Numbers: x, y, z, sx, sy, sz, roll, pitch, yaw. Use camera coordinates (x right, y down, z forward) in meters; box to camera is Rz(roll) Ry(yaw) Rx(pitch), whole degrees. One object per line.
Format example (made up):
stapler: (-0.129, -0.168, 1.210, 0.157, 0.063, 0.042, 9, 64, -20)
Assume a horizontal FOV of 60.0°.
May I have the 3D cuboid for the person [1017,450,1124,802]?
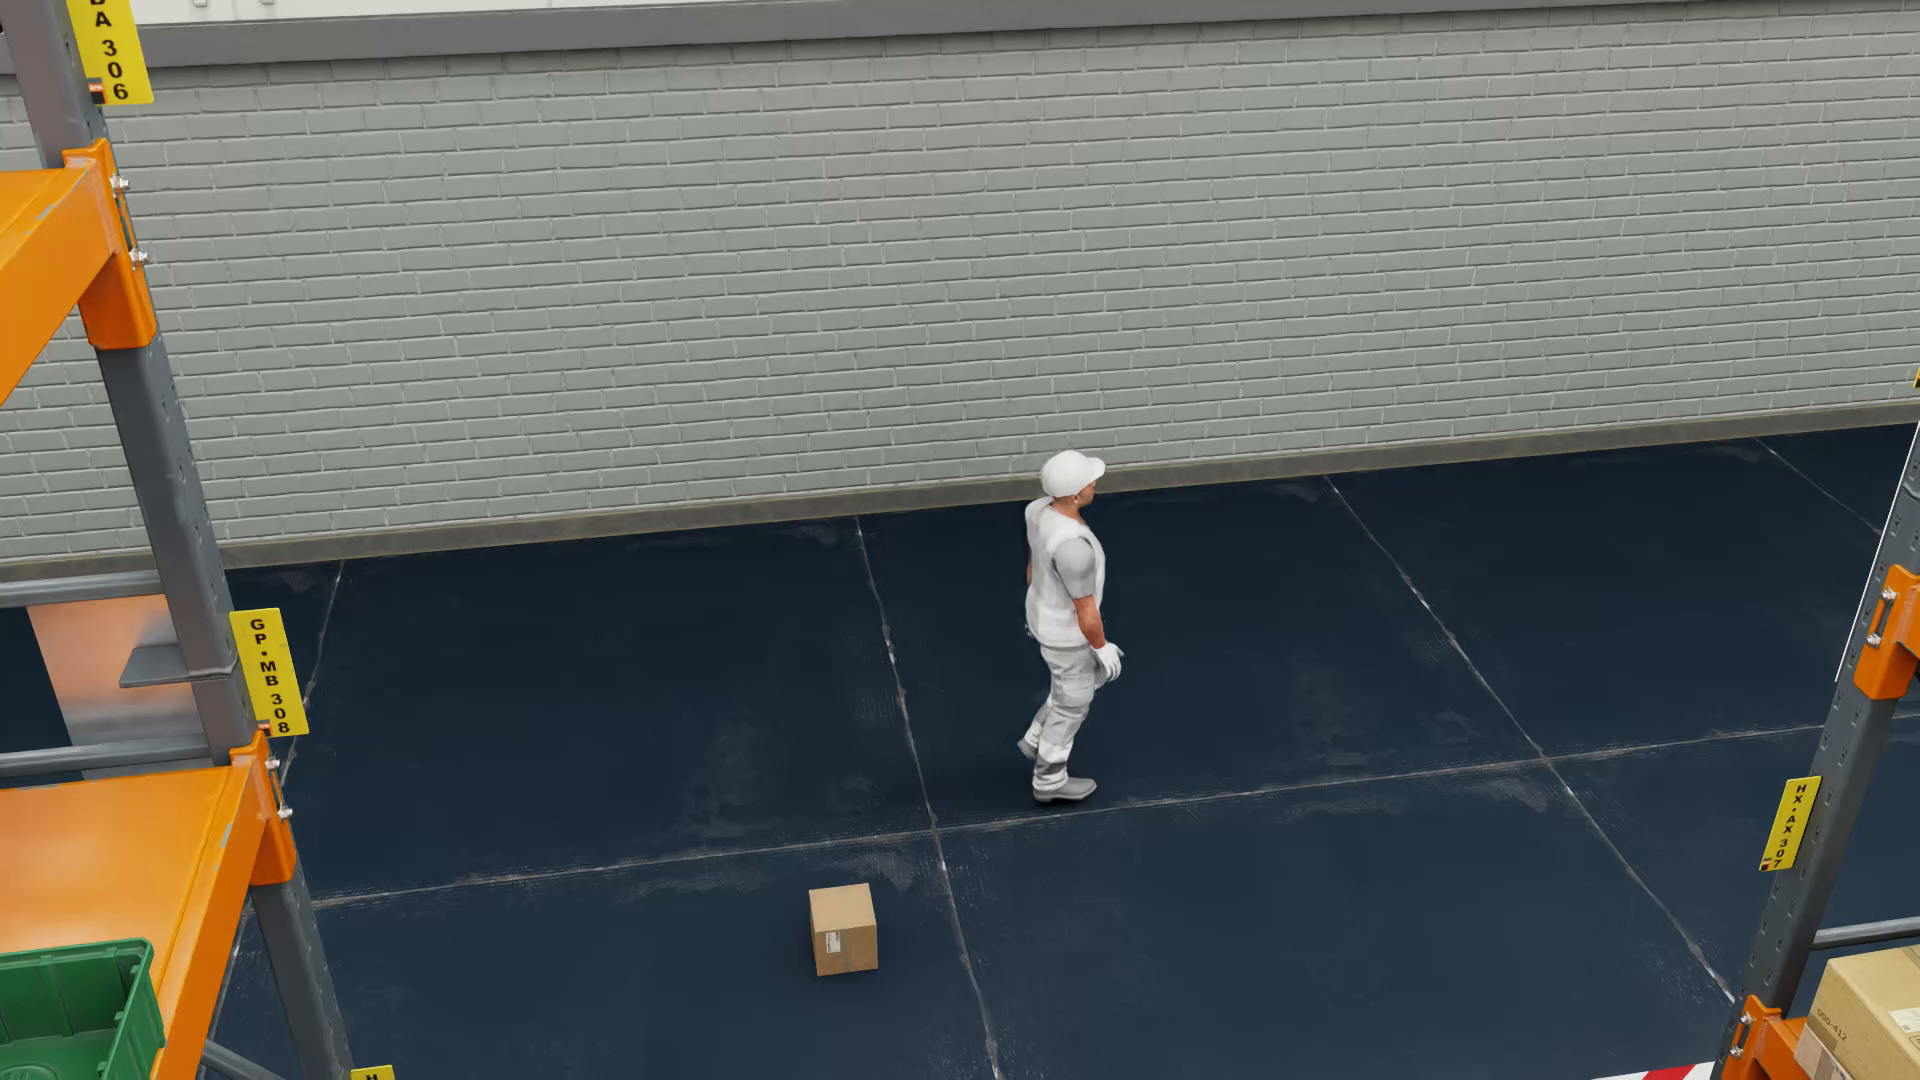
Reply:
person: (0.507, 0.395, 7.404, 0.449, 1.797, 0.539, -6, 31, -10)
